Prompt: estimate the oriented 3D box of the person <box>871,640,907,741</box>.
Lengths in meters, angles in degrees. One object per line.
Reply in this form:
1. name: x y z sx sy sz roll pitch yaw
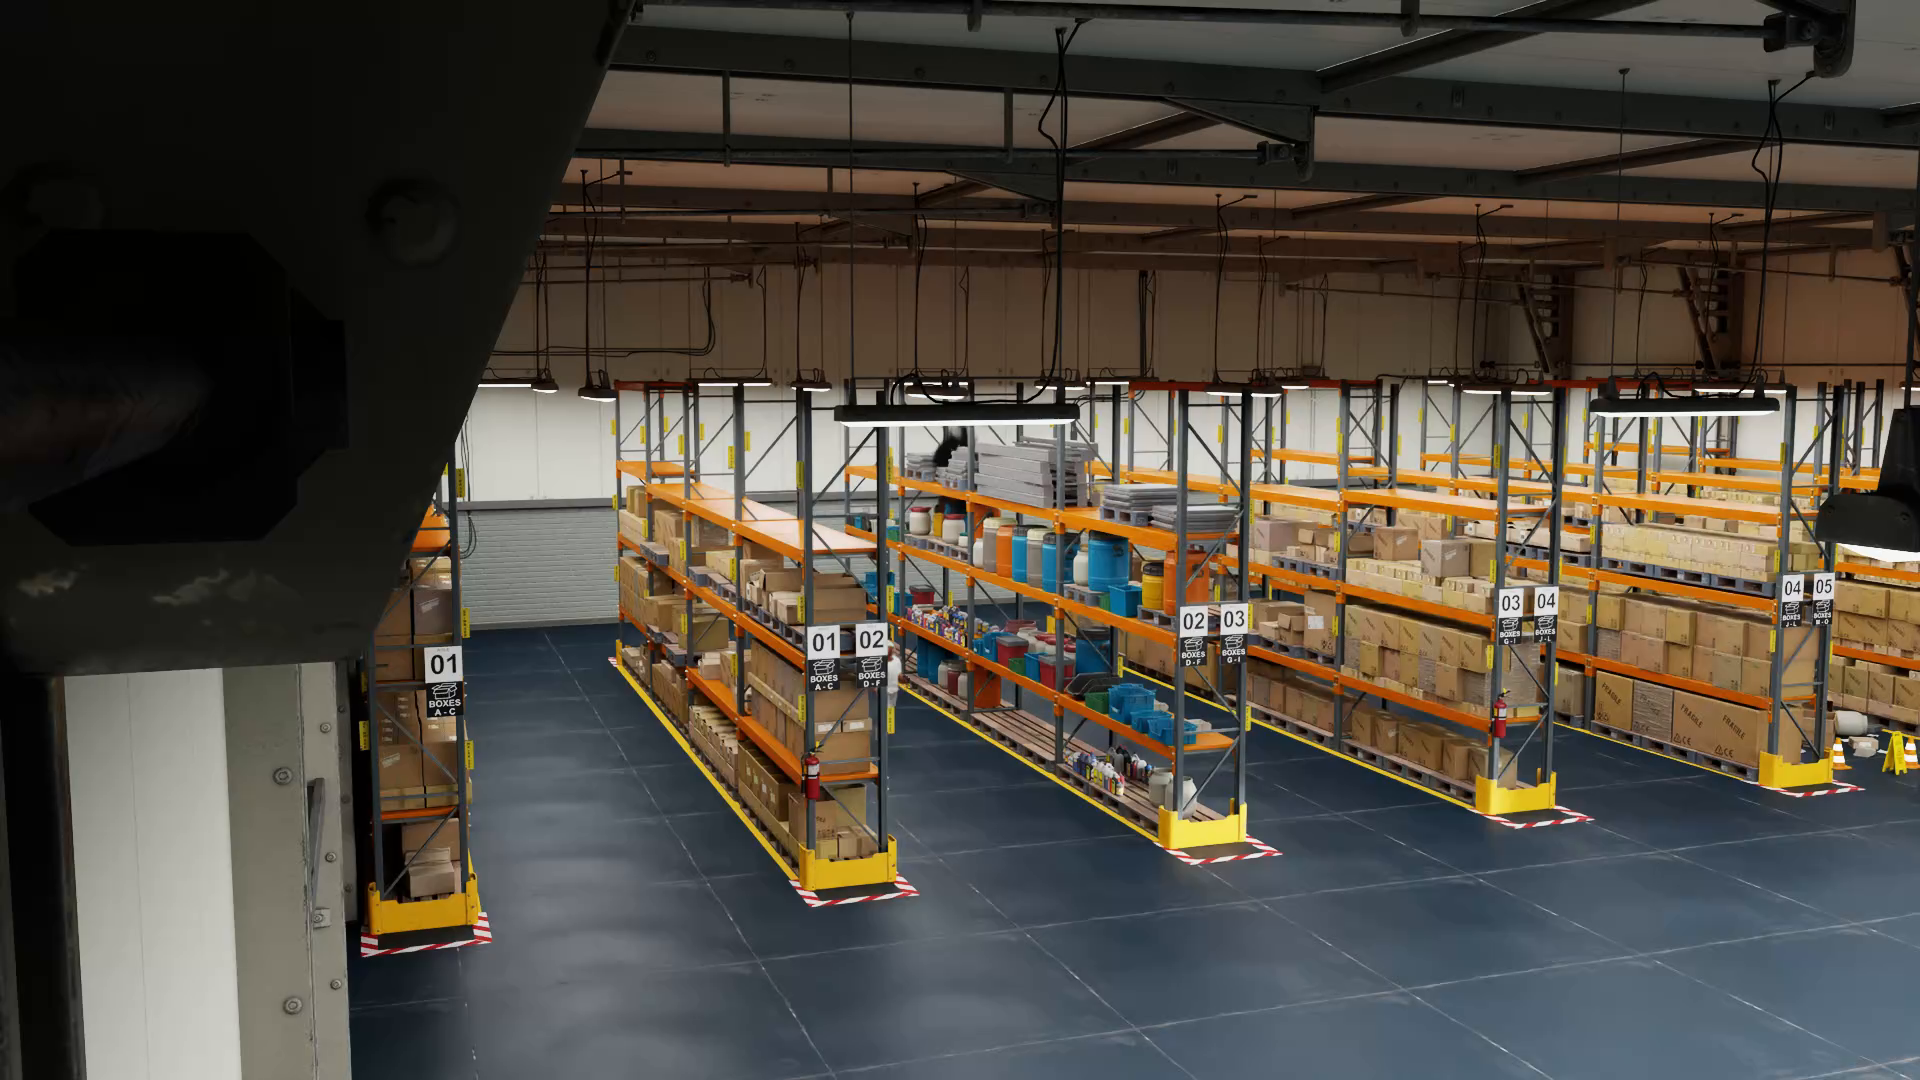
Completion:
1. person: -1.205 2.533 27.719 0.675 1.748 0.660 -5 8 -37
